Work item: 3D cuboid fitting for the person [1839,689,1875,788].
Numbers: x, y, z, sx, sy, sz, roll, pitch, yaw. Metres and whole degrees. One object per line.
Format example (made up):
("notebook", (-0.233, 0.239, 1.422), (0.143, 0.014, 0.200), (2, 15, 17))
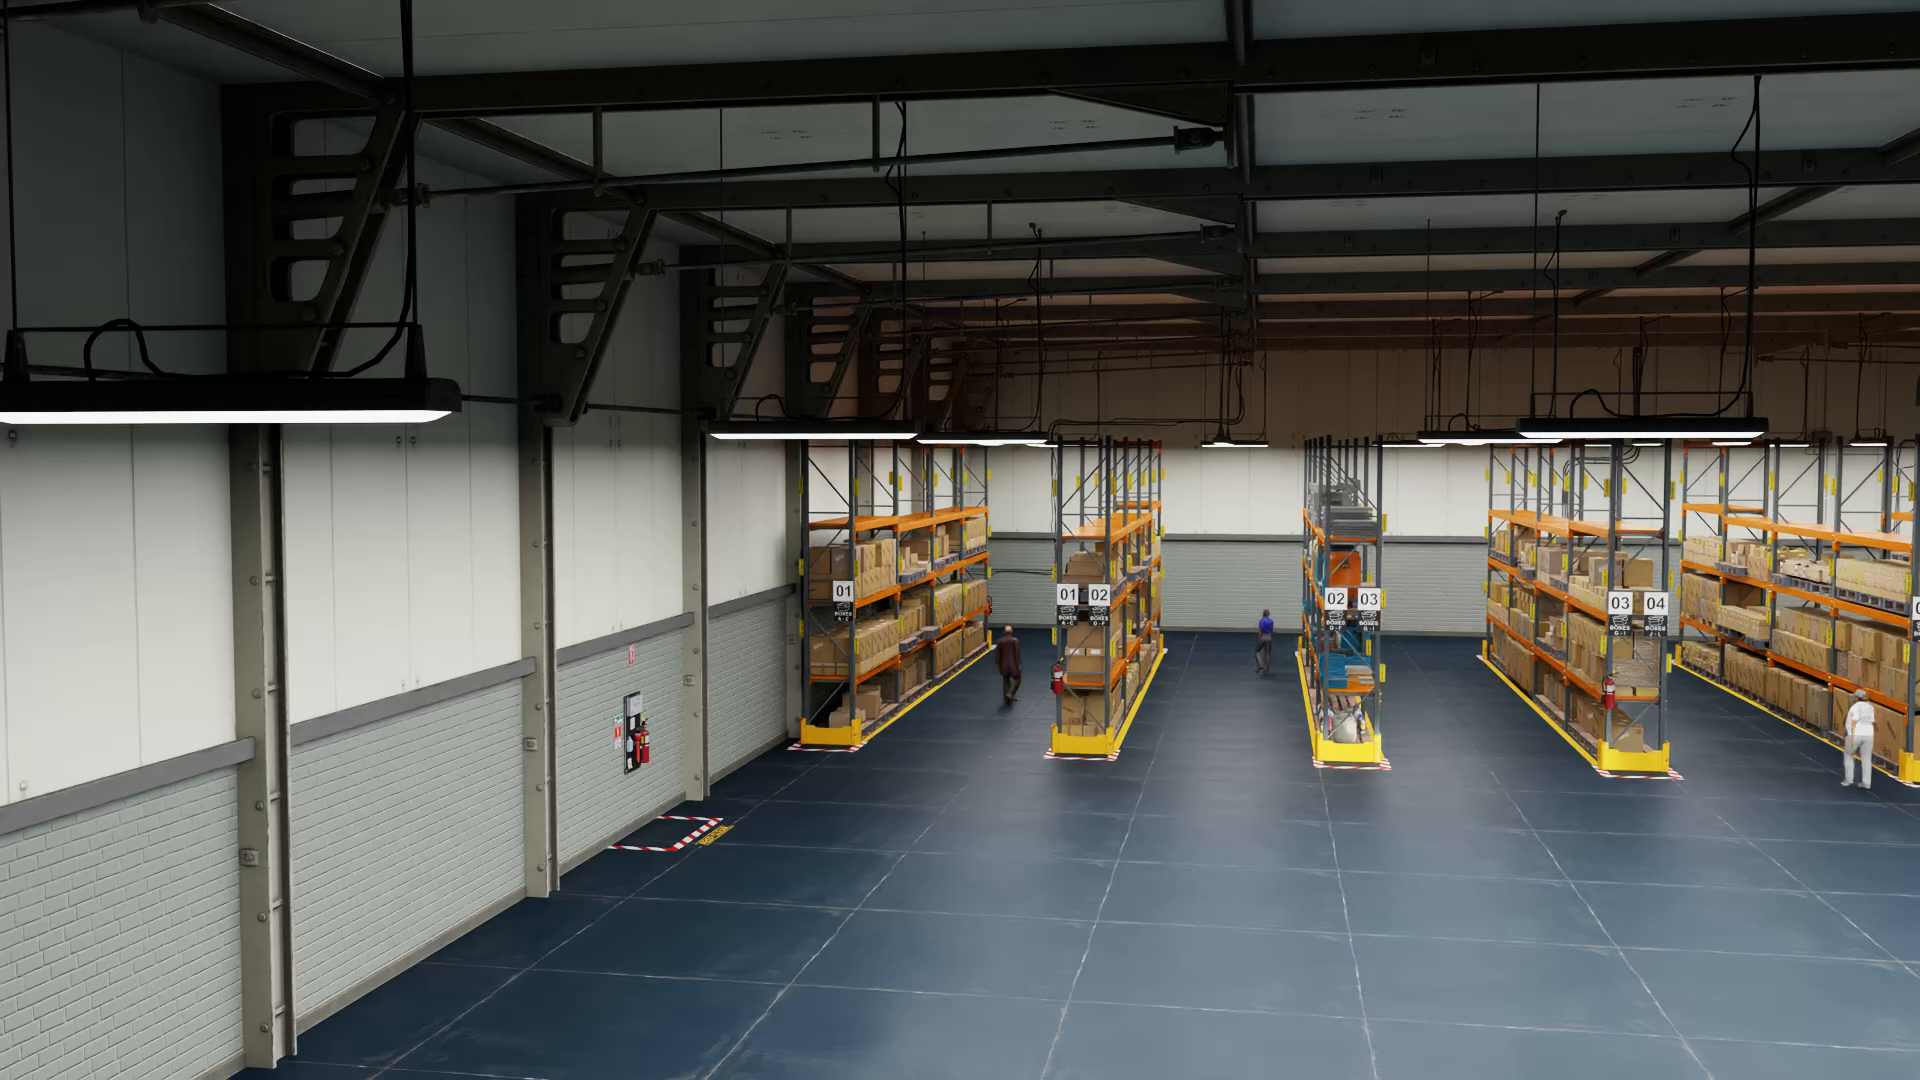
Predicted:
("person", (15.287, 3.398, 28.220), (0.505, 1.710, 0.606), (0, 3, 6))

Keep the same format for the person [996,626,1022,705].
("person", (1.085, 2.812, 37.329), (0.617, 1.770, 0.571), (1, 3, 22))

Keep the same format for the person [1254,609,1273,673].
("person", (7.784, 2.583, 42.559), (0.508, 1.651, 0.455), (0, 3, -9))
